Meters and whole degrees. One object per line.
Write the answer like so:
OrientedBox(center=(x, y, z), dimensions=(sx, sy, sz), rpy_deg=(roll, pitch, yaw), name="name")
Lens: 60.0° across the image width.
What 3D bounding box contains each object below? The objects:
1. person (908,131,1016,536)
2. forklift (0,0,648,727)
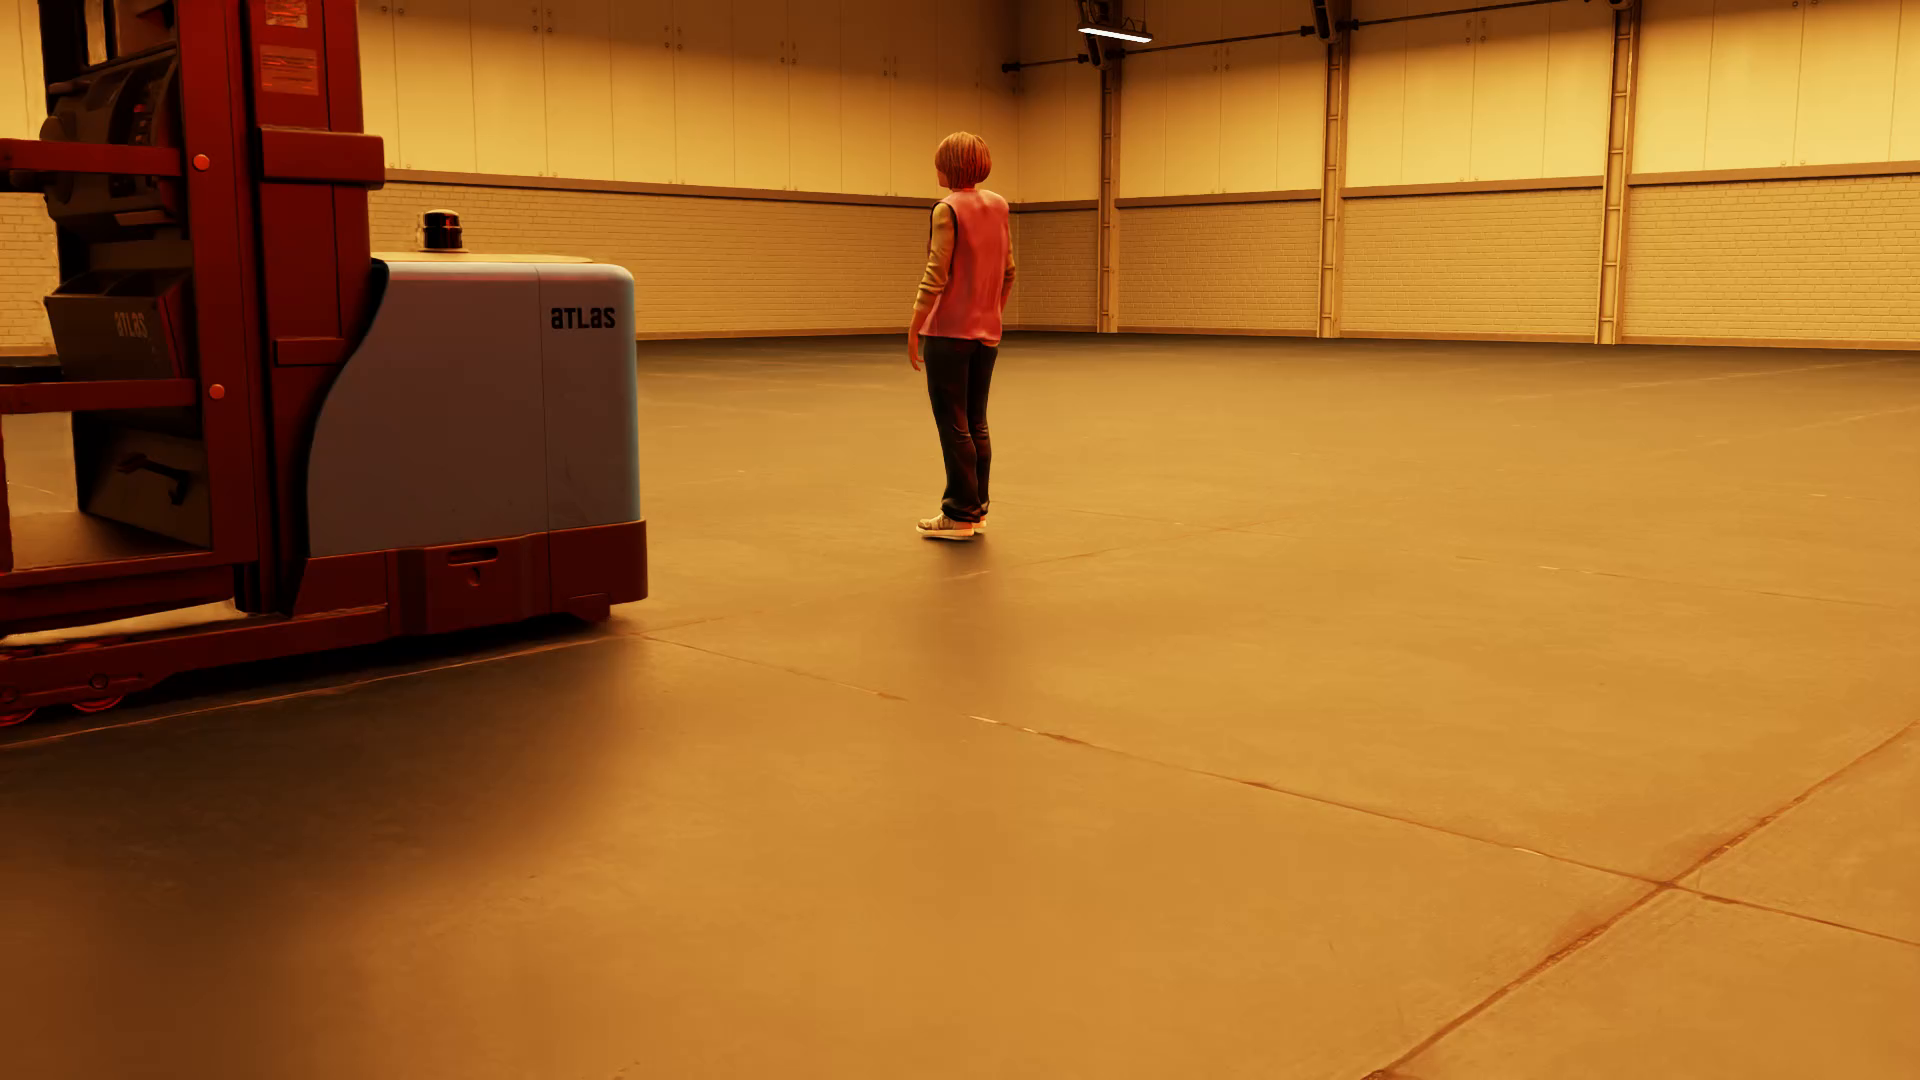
OrientedBox(center=(-0.043, -0.806, 6.658), dimensions=(0.475, 1.596, 0.520), rpy_deg=(8, 12, 43), name="person")
OrientedBox(center=(-2.367, -1.104, 4.204), dimensions=(3.031, 2.935, 1.130), rpy_deg=(-8, 12, -43), name="forklift")
